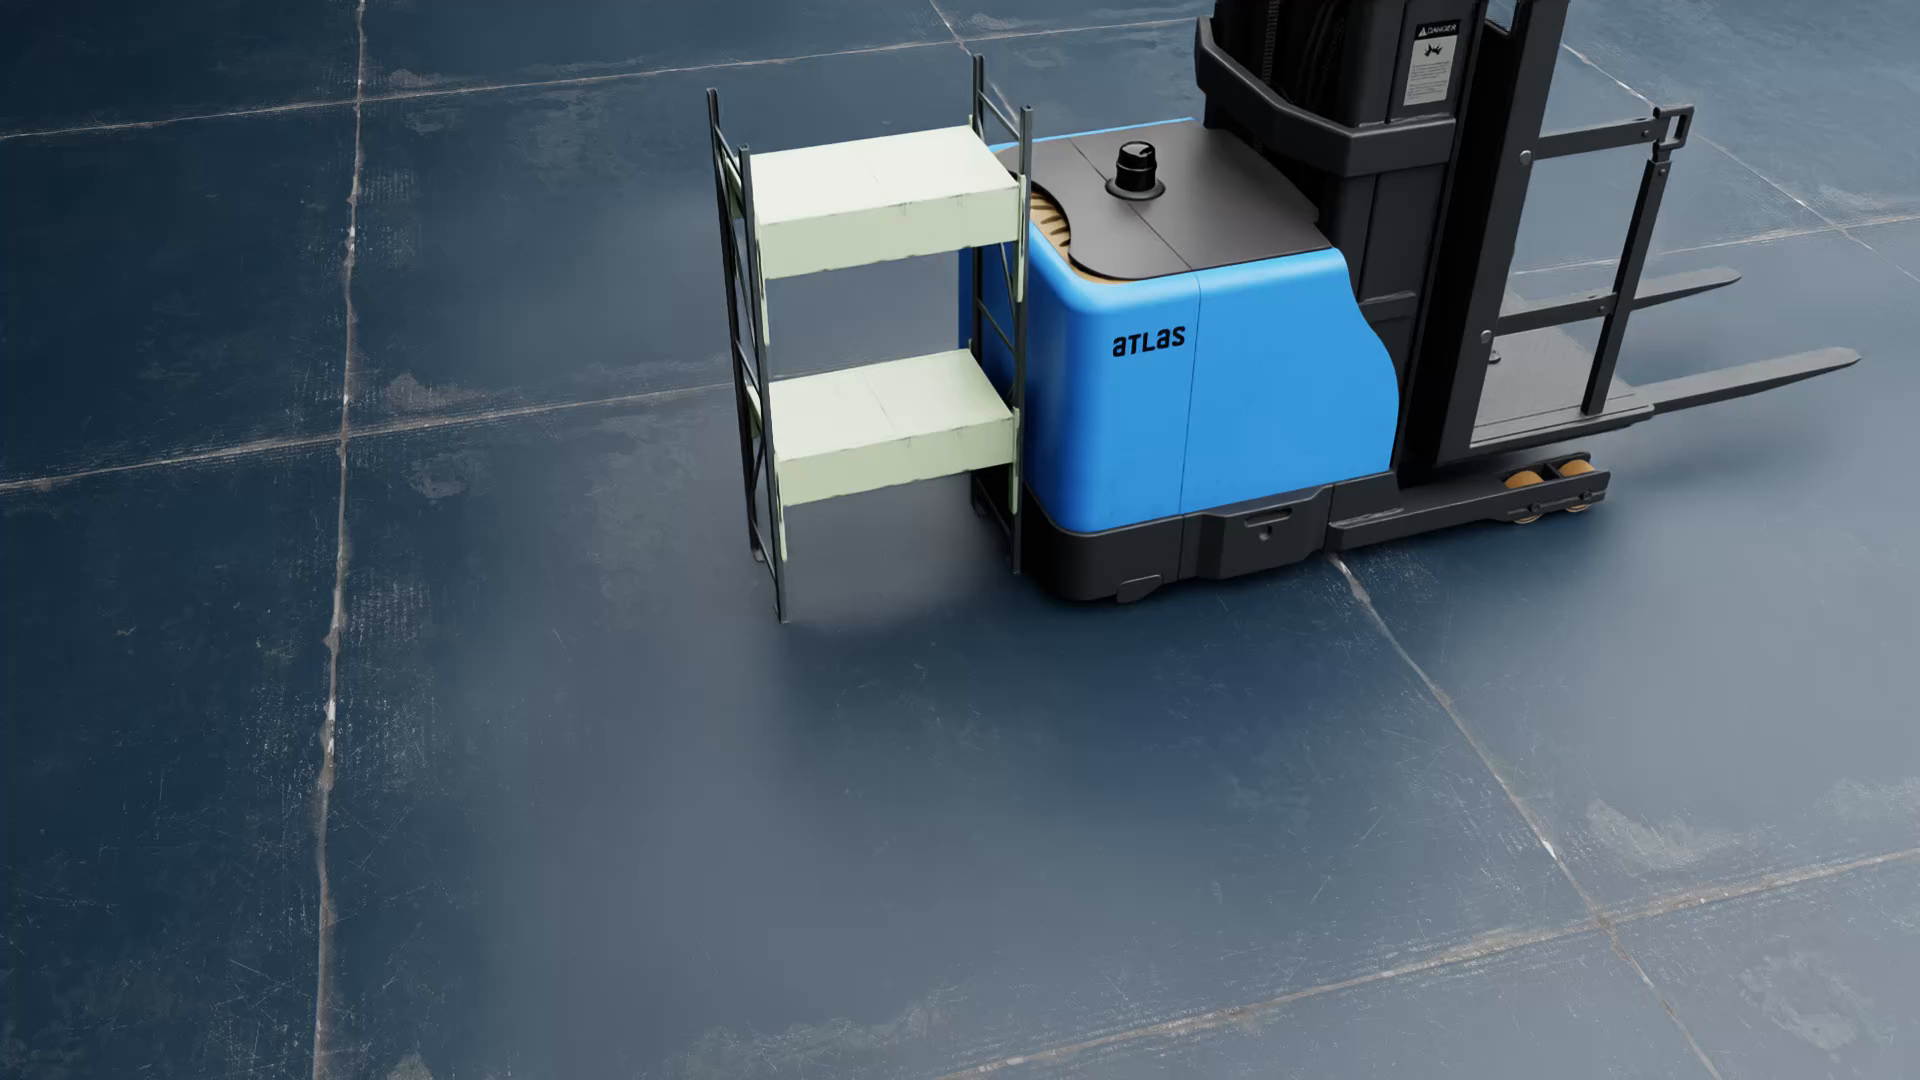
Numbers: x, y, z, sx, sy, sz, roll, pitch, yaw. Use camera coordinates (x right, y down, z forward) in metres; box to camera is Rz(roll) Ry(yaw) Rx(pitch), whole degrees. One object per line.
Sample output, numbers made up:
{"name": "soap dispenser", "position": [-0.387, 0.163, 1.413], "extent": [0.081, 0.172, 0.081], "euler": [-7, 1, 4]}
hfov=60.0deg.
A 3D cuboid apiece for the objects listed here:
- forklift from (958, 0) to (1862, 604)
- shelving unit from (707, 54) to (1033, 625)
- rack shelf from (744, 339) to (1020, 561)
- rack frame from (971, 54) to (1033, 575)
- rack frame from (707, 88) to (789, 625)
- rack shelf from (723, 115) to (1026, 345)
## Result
{"name": "forklift", "position": [1.556, -1.509, 4.810], "extent": [3.031, 2.935, 1.130], "euler": [-12, 39, -15]}
{"name": "shelving unit", "position": [-0.236, -0.533, 4.712], "extent": [0.755, 1.500, 0.431], "euler": [-12, 39, -15]}
{"name": "rack shelf", "position": [-0.236, -0.274, 4.911], "extent": [0.720, 0.370, 0.431], "euler": [-12, 39, -15]}
{"name": "rack frame", "position": [0.110, -0.605, 4.806], "extent": [0.023, 1.500, 0.400], "euler": [-12, 39, -15]}
{"name": "rack frame", "position": [-0.583, -0.461, 4.619], "extent": [0.023, 1.500, 0.400], "euler": [-12, 39, -15]}
{"name": "rack shelf", "position": [-0.236, -0.843, 4.475], "extent": [0.720, 0.370, 0.431], "euler": [-12, 39, -15]}
